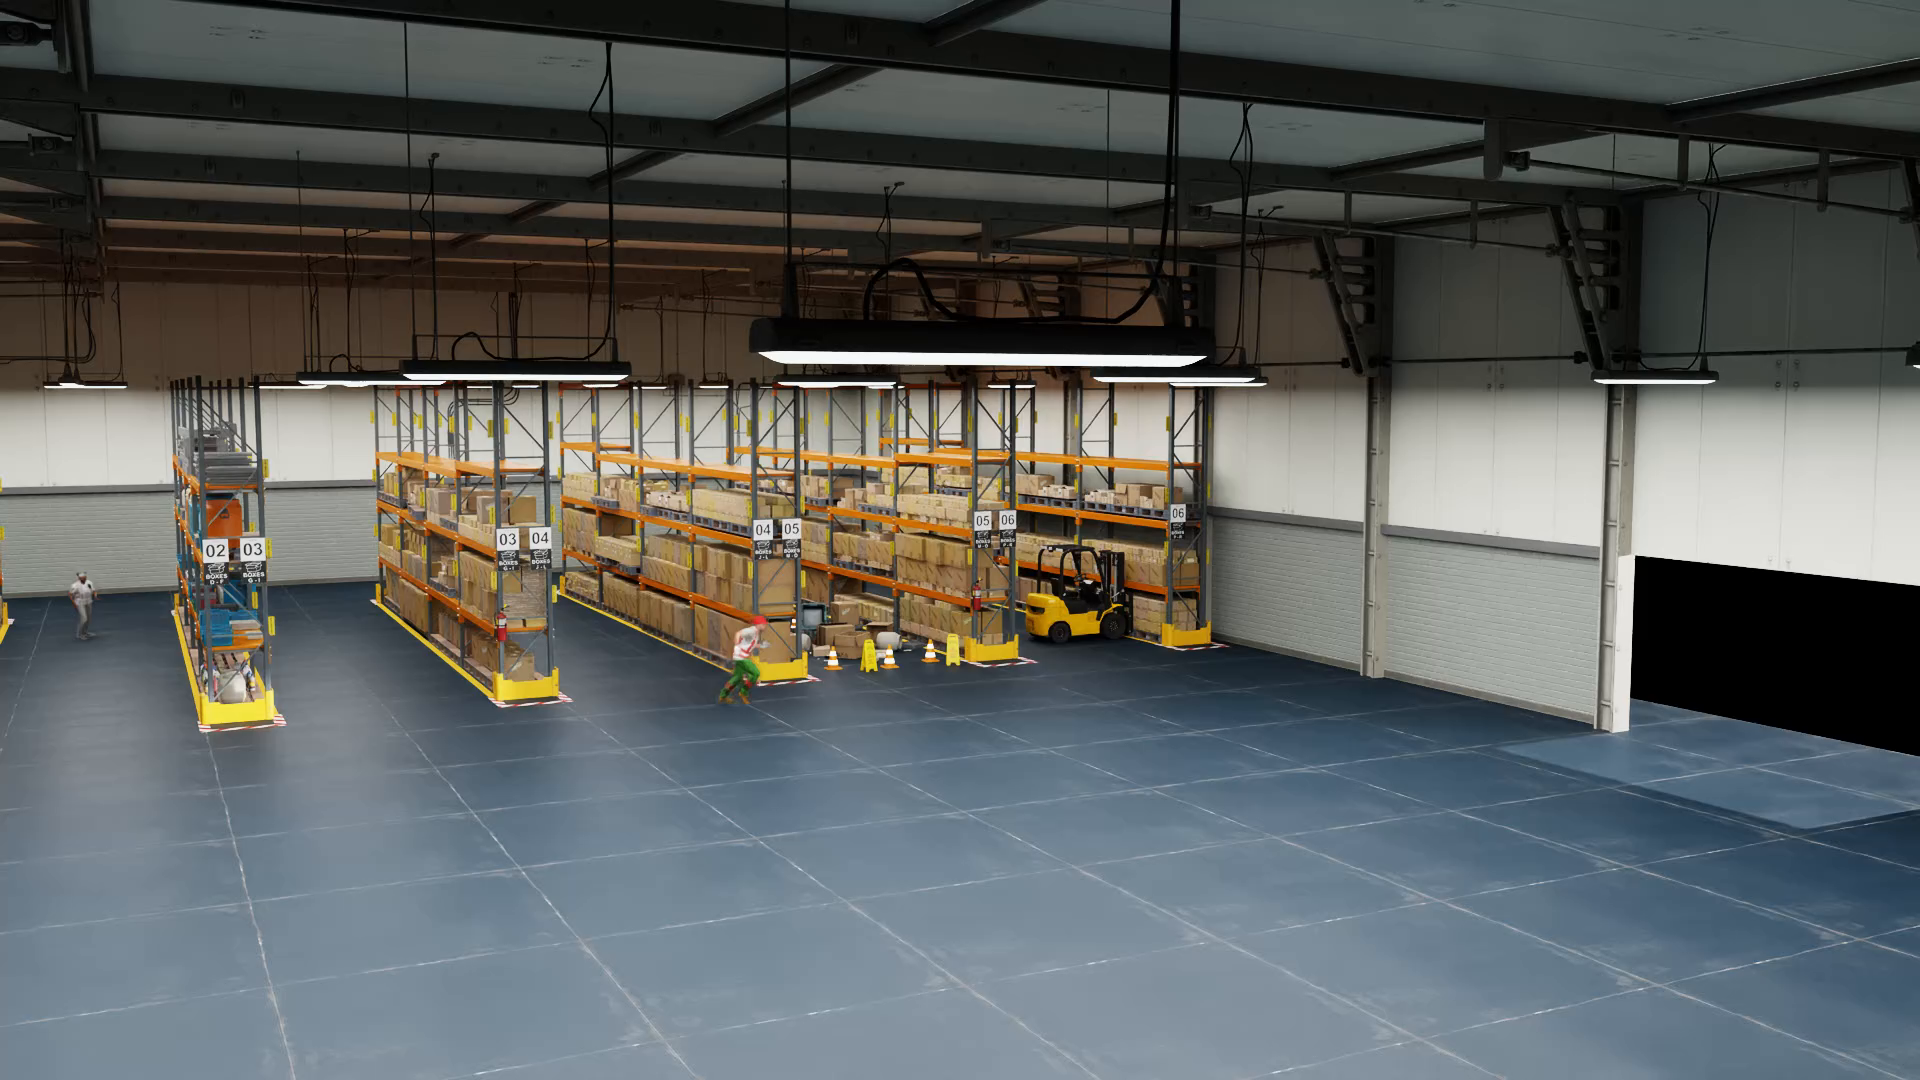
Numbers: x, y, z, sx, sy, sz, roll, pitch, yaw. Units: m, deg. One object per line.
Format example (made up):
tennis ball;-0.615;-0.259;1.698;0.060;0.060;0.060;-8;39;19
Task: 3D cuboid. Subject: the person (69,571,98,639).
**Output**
person;-20.359;1.506;38.717;0.775;1.617;0.624;2;6;23

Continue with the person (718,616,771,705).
person;-3.955;2.210;30.400;0.976;1.654;0.708;0;5;4
